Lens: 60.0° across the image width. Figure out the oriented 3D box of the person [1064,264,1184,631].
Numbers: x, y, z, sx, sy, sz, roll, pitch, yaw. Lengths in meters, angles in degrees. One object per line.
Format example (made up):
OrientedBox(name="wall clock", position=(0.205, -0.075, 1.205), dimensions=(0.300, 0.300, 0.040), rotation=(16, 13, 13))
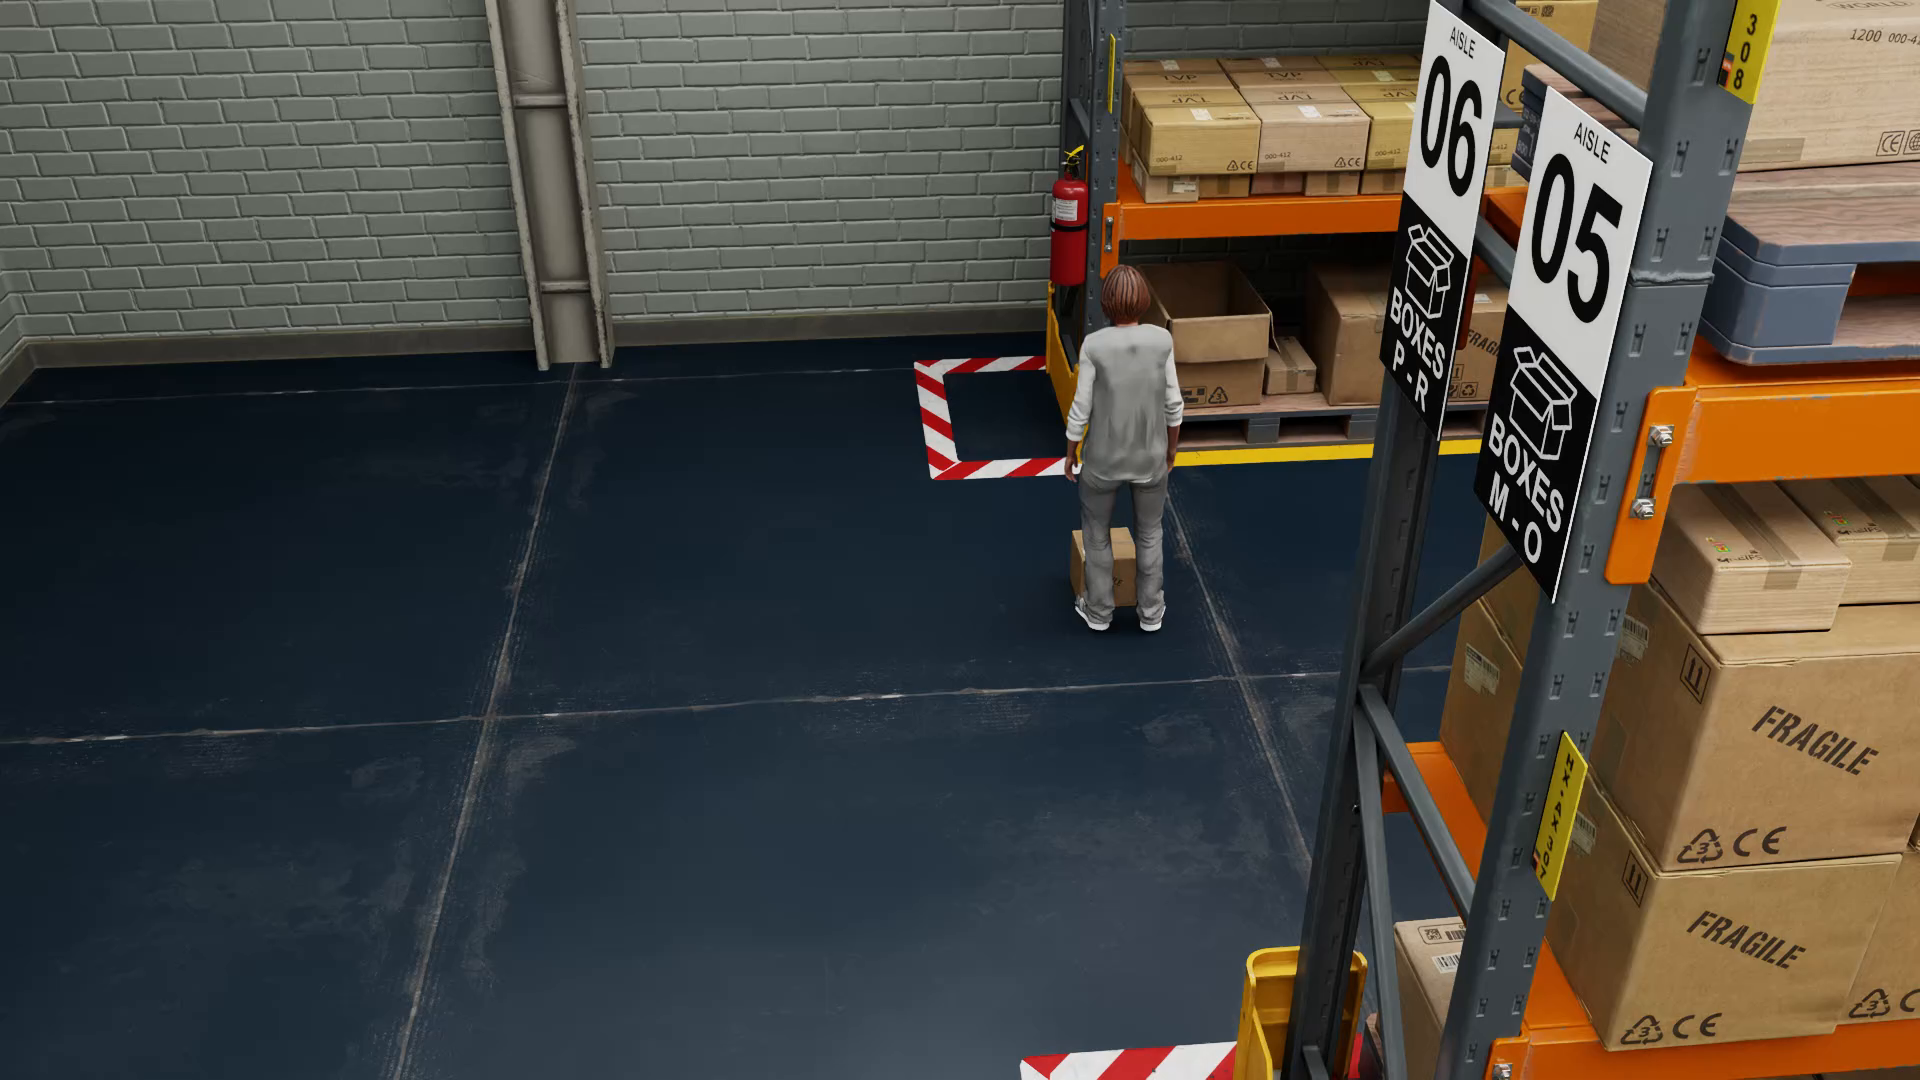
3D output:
OrientedBox(name="person", position=(0.654, -0.331, 6.684), dimensions=(0.478, 1.593, 0.367), rotation=(-4, 32, -6))
